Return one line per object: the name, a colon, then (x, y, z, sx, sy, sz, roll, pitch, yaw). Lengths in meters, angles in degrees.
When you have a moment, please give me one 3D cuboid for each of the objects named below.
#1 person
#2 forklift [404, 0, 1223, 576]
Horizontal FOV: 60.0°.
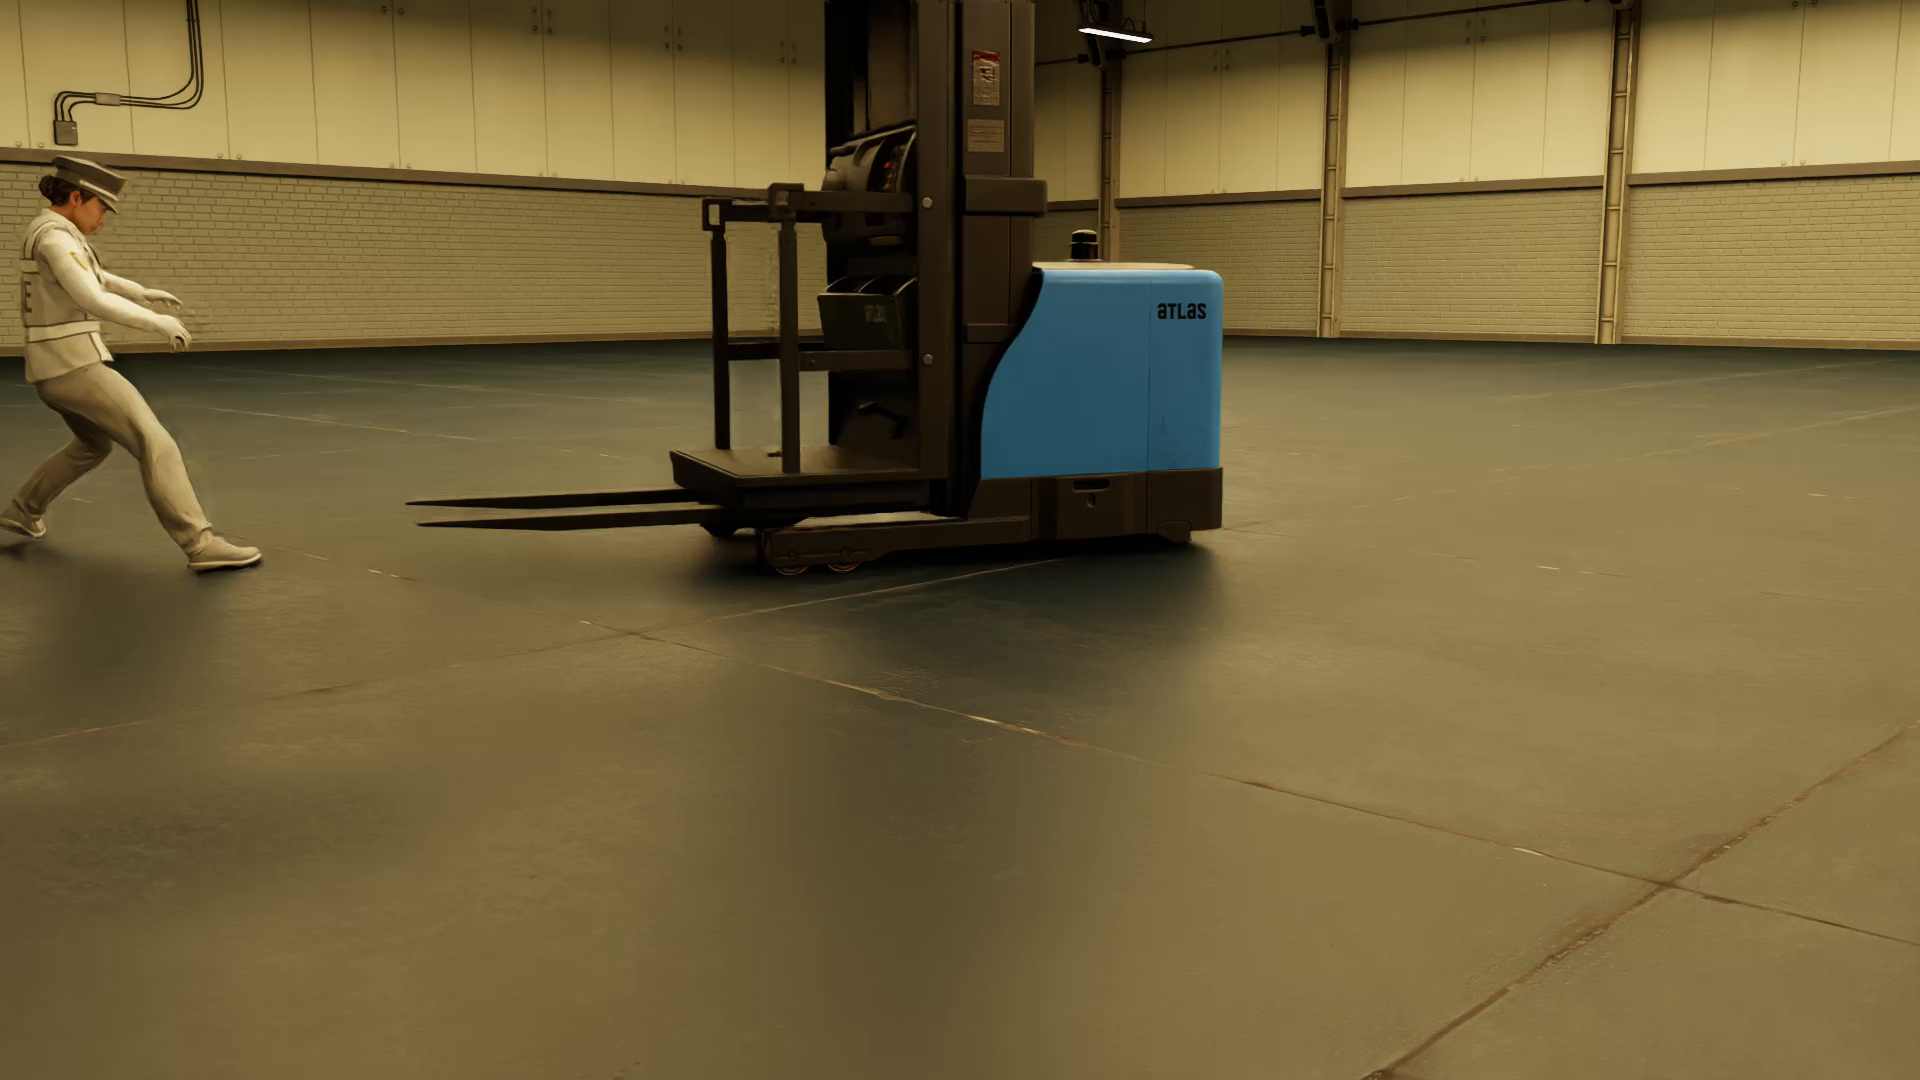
person: (-3.181, -0.675, 6.233, 0.794, 1.474, 1.246, -6, 10, -33)
forklift: (-0.535, -1.411, 6.246, 3.031, 2.935, 1.130, -3, 9, -22)
